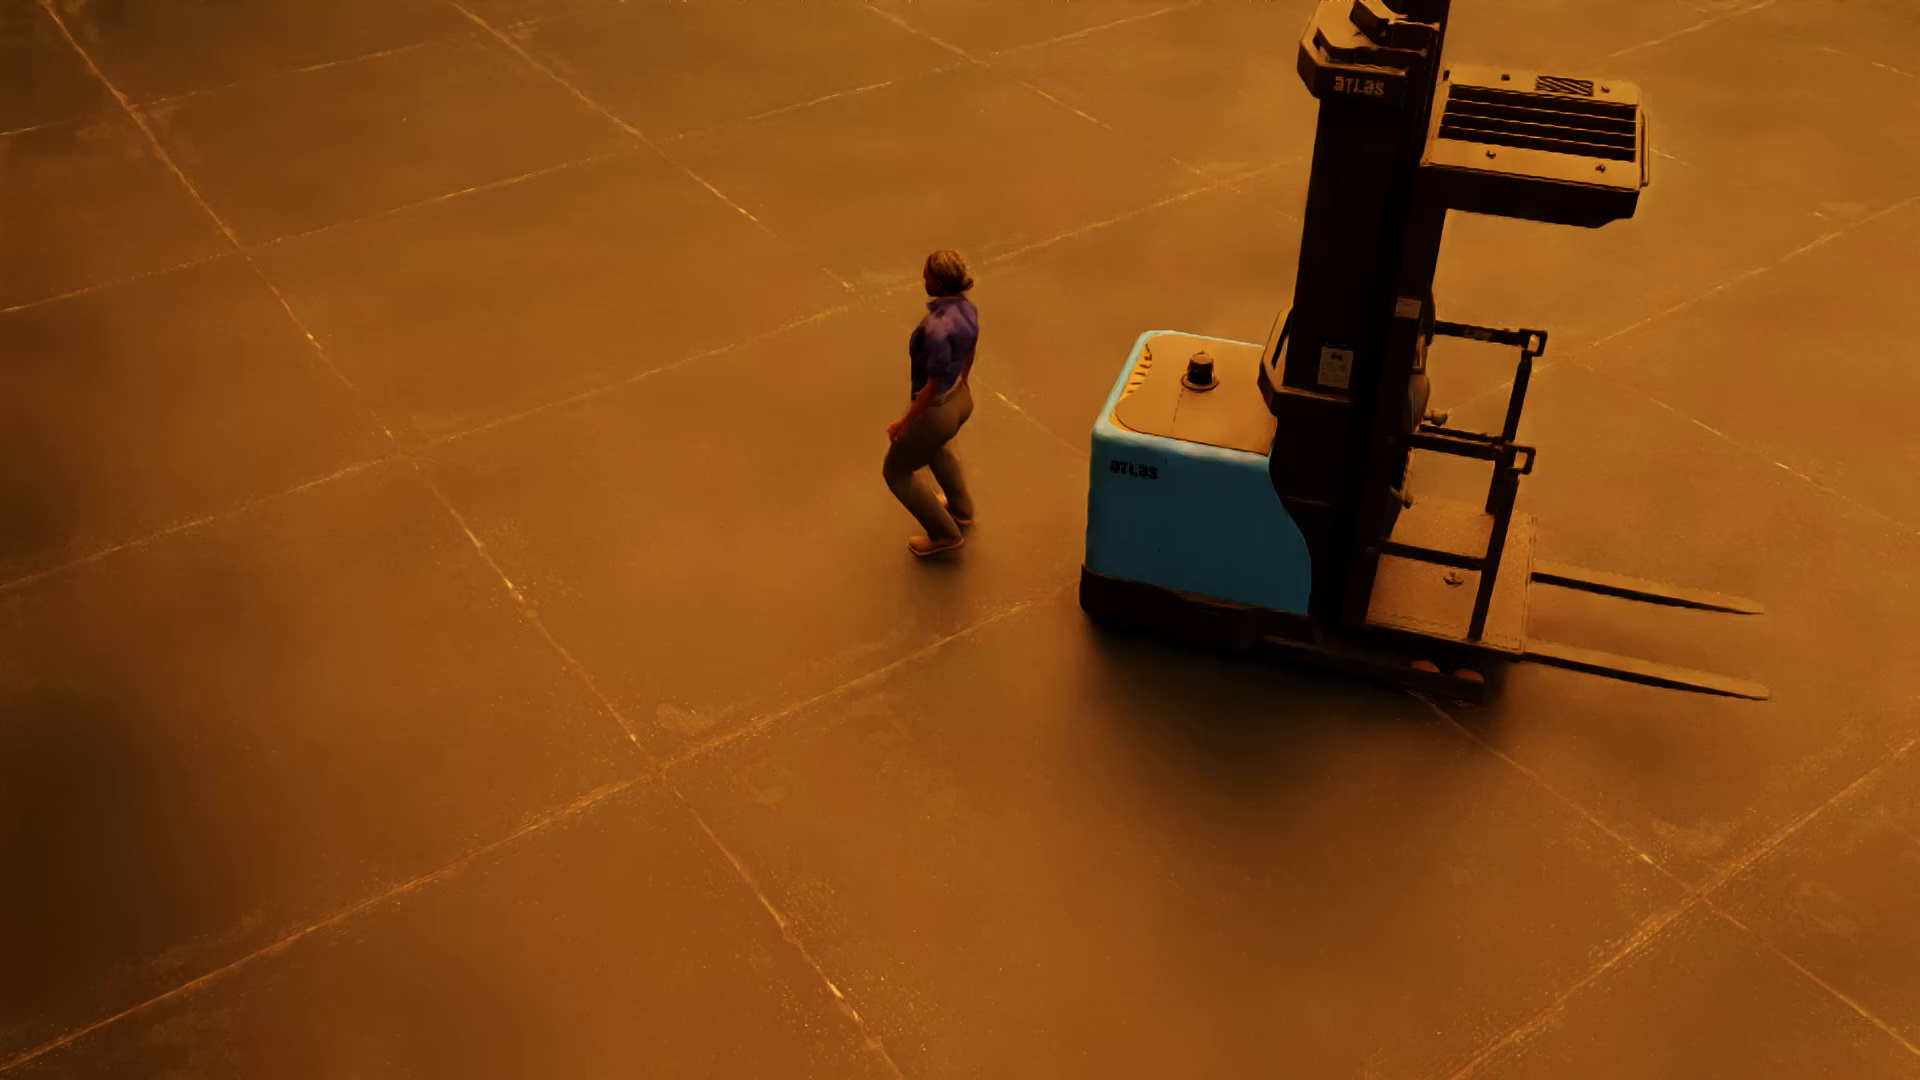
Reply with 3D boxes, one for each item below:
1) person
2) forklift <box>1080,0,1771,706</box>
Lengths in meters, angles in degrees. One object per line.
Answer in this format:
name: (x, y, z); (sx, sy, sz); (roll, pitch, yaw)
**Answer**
person: (-0.109, -0.674, 7.980); (0.398, 1.597, 0.667); (15, 39, 20)
forklift: (2.142, -0.795, 7.020); (3.031, 2.935, 1.130); (11, 38, 15)
